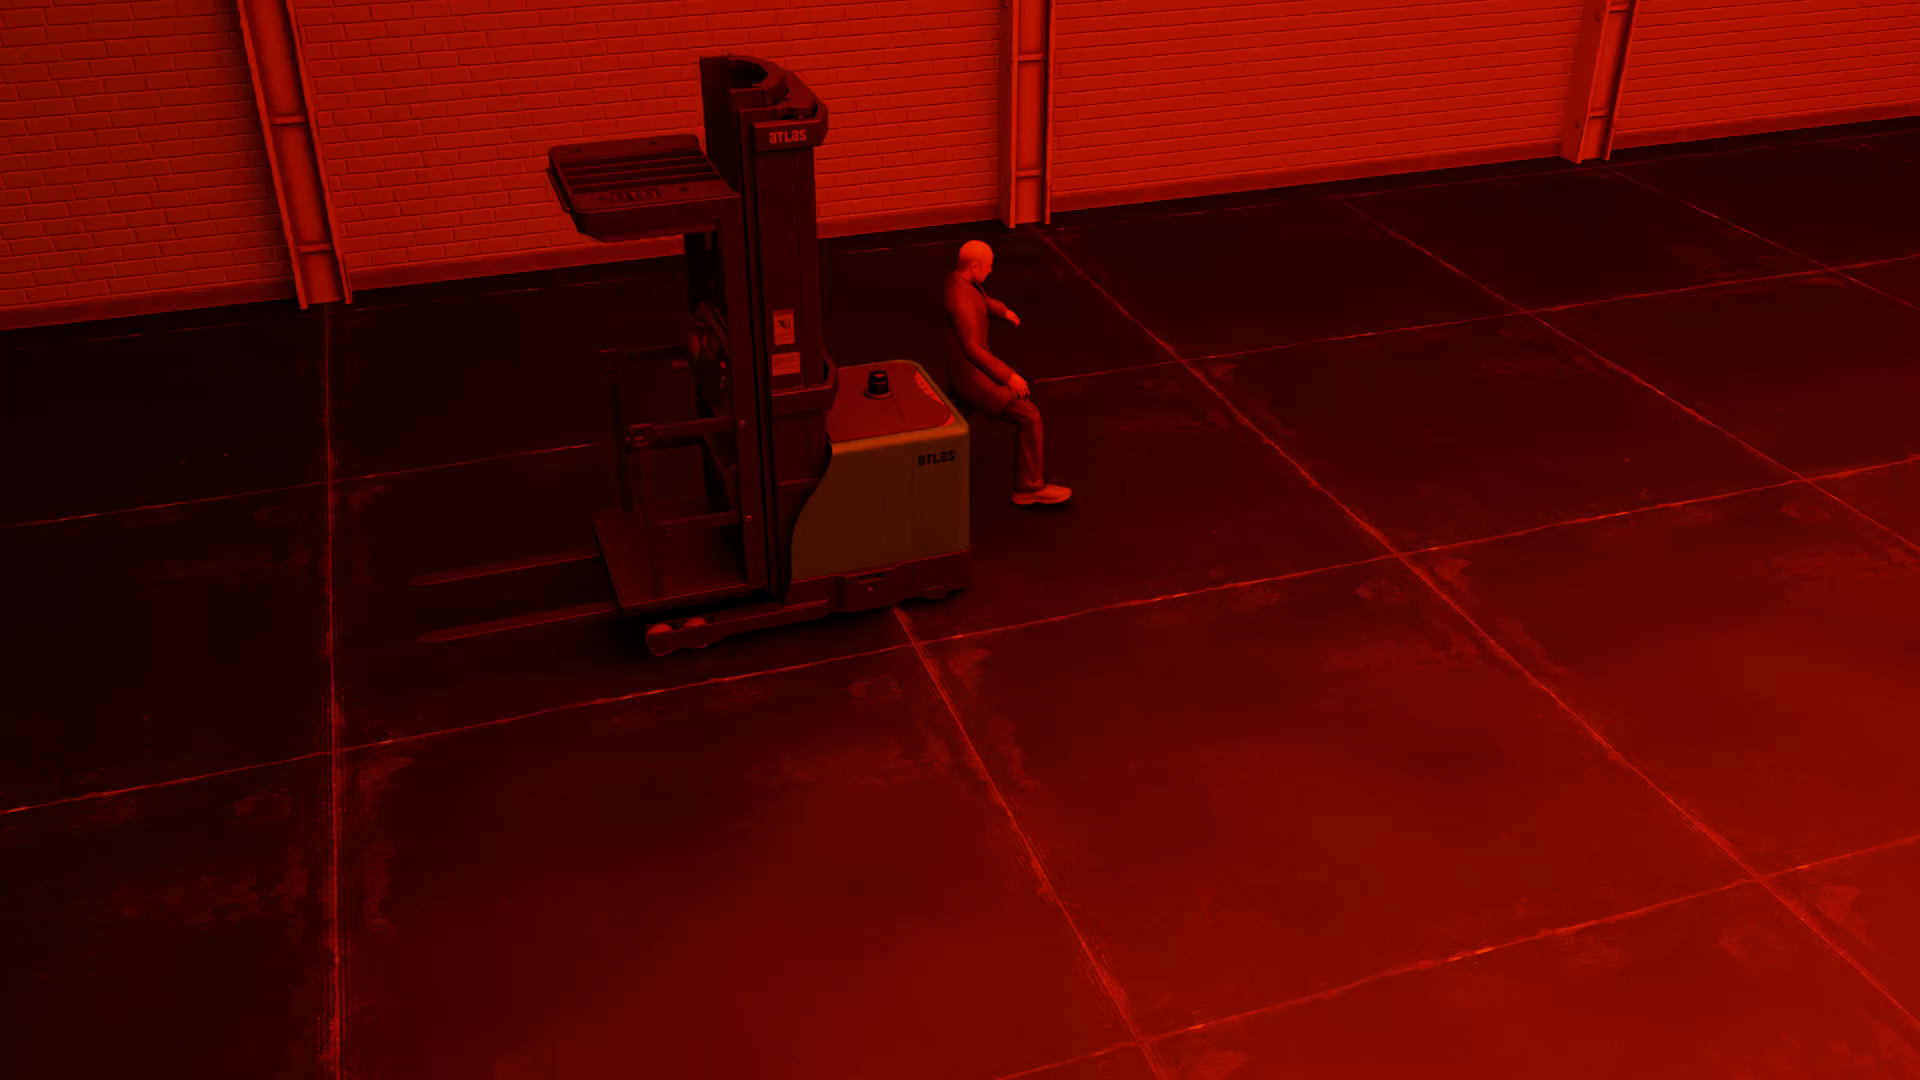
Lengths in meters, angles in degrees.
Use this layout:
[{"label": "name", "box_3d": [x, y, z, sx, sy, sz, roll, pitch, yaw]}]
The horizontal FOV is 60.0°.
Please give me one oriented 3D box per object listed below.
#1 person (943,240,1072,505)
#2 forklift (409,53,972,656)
[{"label": "person", "box_3d": [0.161, -1.082, 10.357, 0.984, 1.650, 1.037, -3, 30, -5]}, {"label": "forklift", "box_3d": [-1.506, -0.944, 8.728, 3.031, 2.935, 1.130, -10, 31, -17]}]
